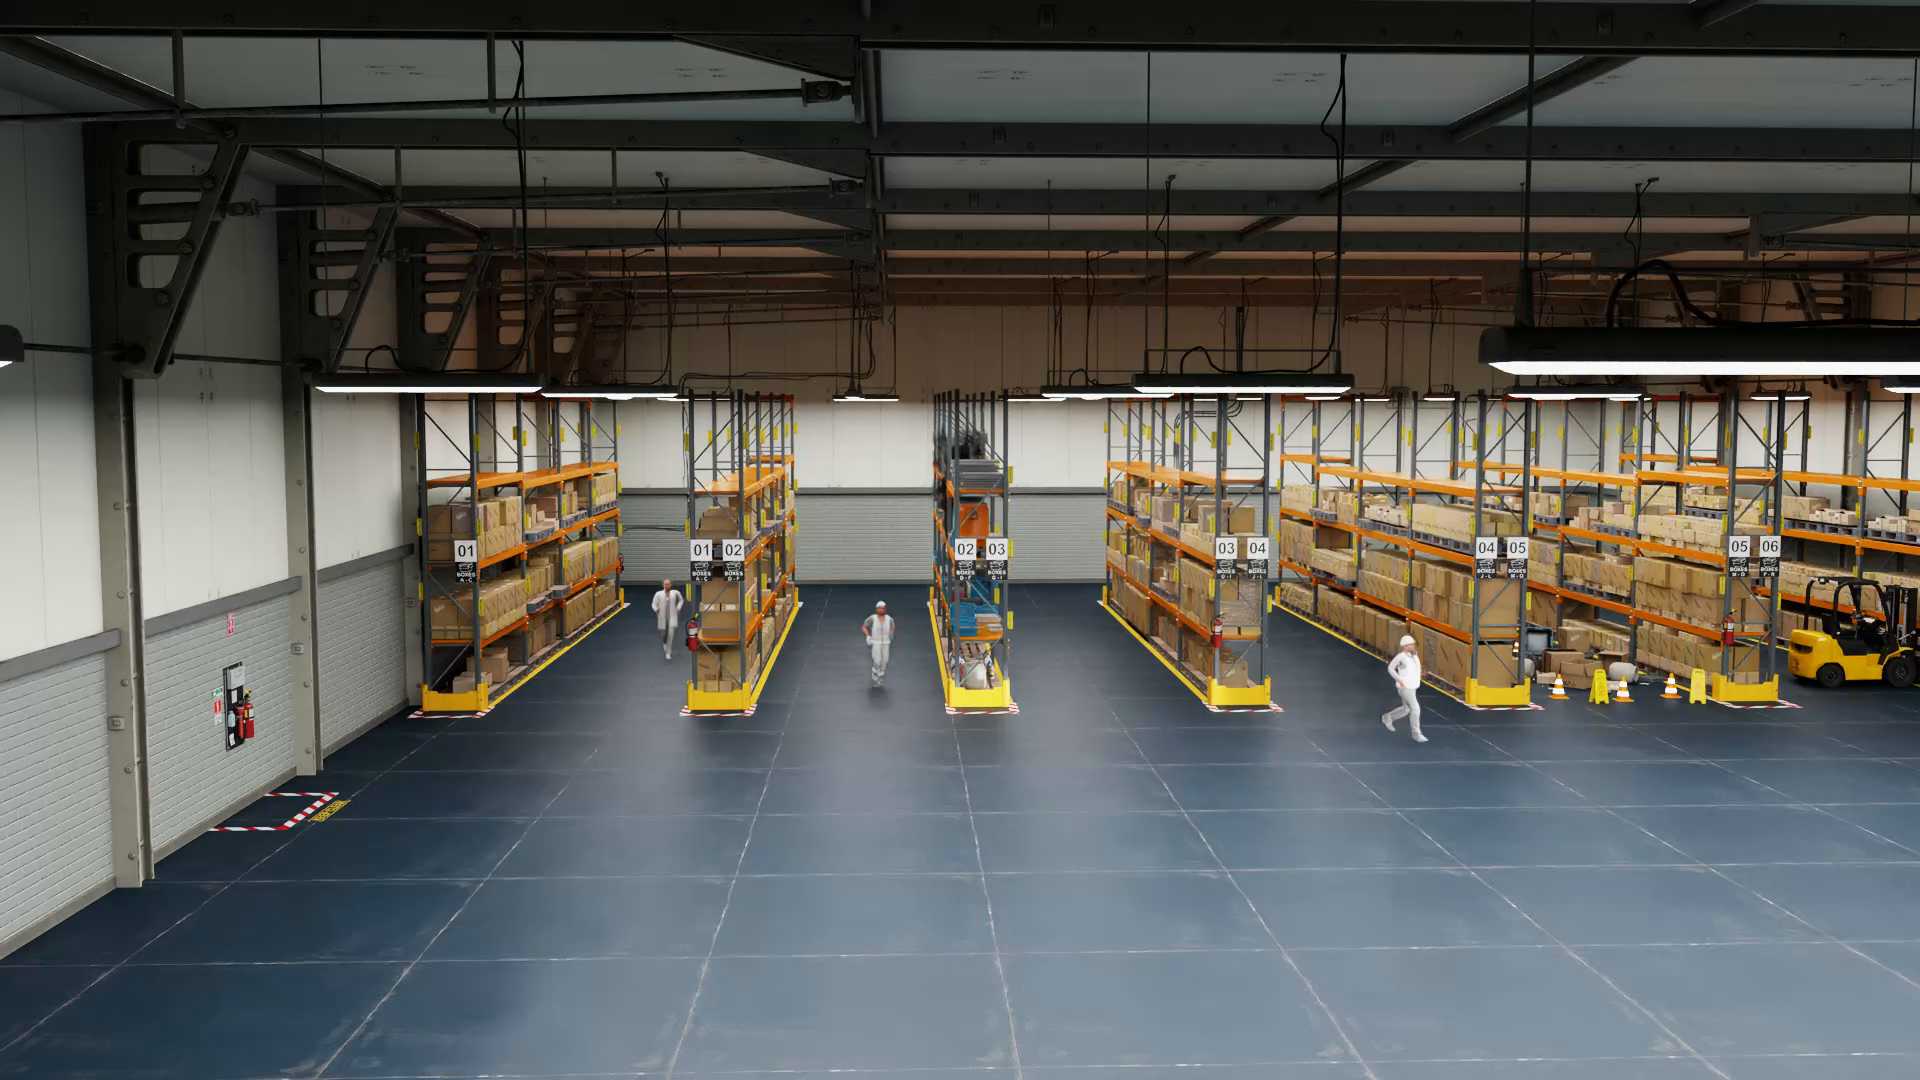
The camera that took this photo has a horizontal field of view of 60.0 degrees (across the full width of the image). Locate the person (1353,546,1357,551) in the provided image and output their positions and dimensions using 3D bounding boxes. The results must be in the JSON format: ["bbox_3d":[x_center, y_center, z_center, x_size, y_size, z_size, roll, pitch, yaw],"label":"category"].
[{"bbox_3d":[11.229,1.021,47.269,0.567,1.750,0.709,-1,5,-16],"label":"person"}]

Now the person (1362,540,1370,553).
[{"bbox_3d":[11.810,0.871,48.858,0.588,1.732,0.659,-1,5,-8],"label":"person"}]

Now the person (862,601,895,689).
[{"bbox_3d":[-1.590,2.115,33.369,0.634,1.768,0.670,-2,5,-18],"label":"person"}]

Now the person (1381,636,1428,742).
[{"bbox_3d":[7.643,2.520,28.473,0.888,1.786,0.649,4,6,42],"label":"person"}]

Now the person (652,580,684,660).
[{"bbox_3d":[-6.623,1.783,37.688,0.710,1.773,0.902,-1,5,-9],"label":"person"}]
